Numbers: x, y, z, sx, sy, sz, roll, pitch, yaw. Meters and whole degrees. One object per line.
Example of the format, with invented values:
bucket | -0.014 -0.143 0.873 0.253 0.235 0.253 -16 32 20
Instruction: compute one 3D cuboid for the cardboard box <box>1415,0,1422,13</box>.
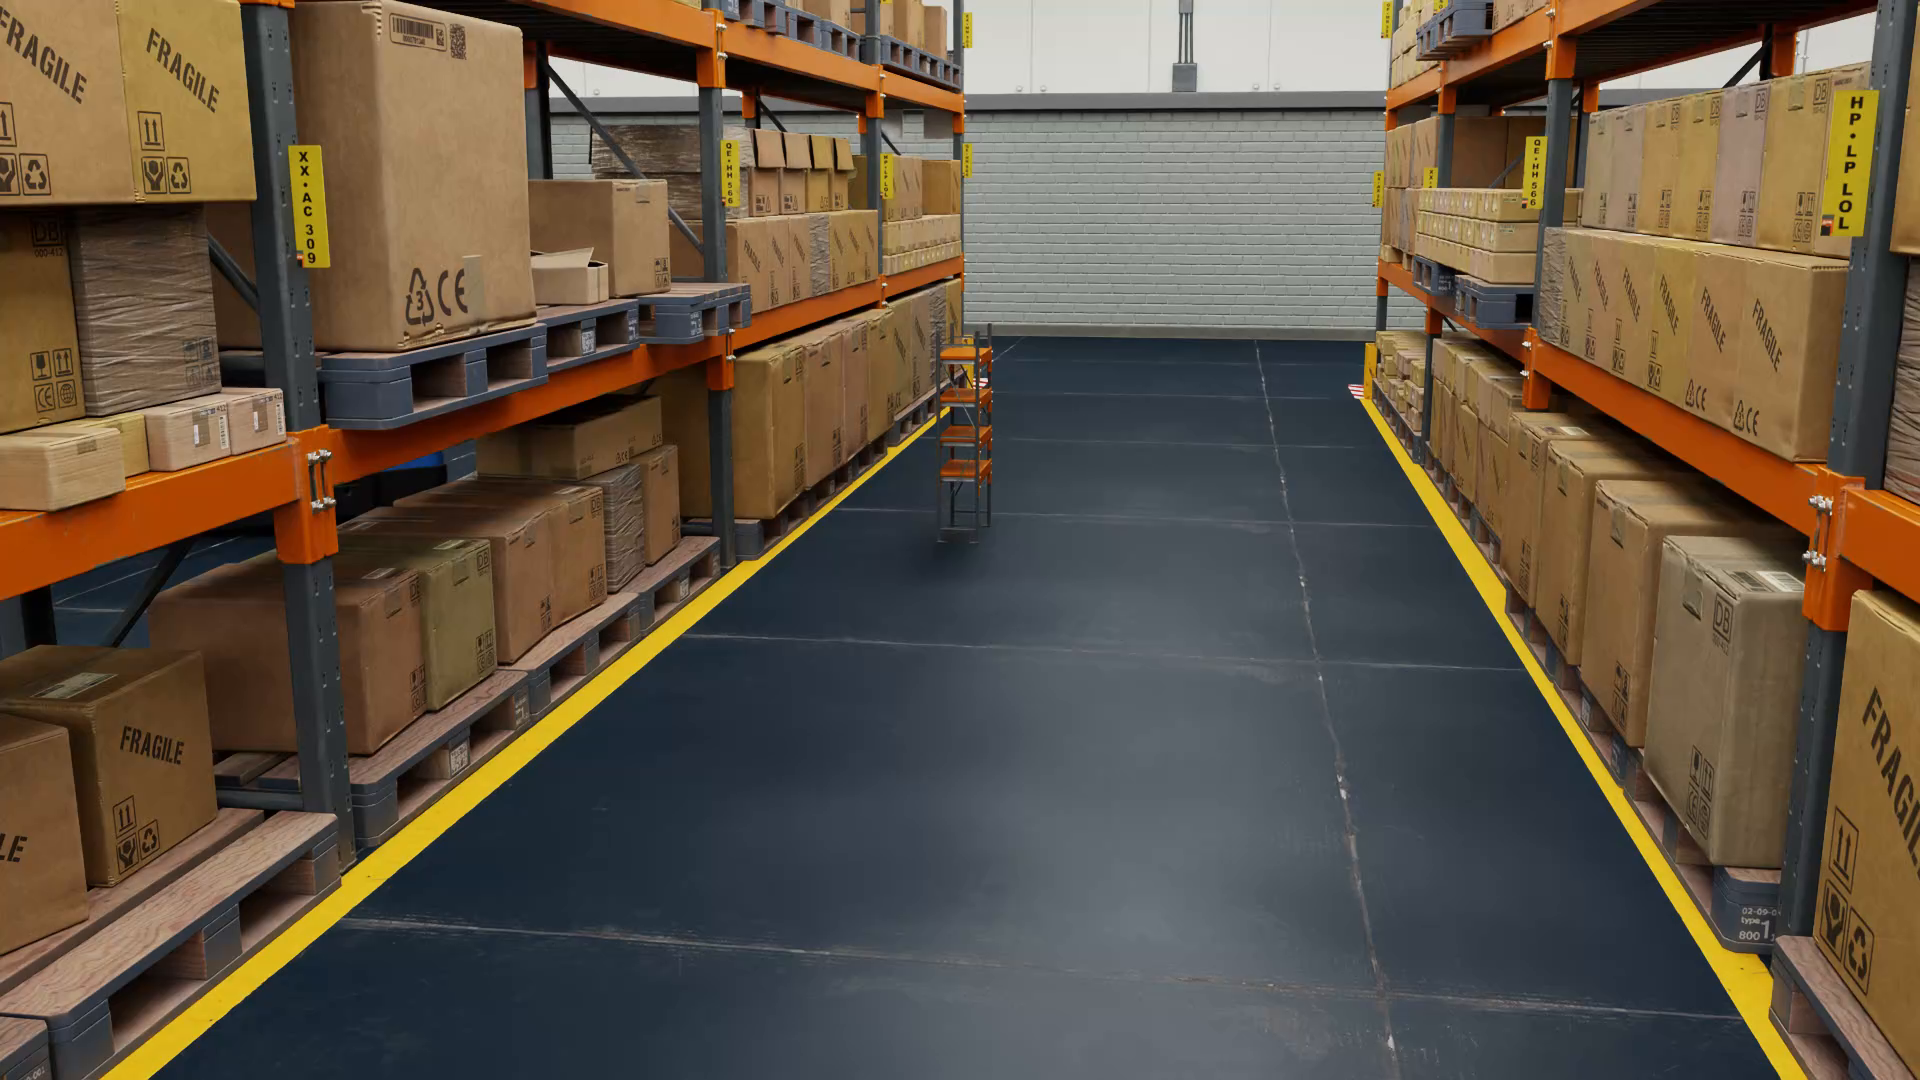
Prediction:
cardboard box | 3.775 -4.212 13.021 0.380 0.149 0.250 2 12 8

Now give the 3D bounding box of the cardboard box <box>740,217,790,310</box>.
cardboard box | -1.275 -1.580 9.468 0.500 0.500 0.500 2 12 7

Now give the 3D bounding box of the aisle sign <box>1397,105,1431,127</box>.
aisle sign | 4.135 -4.111 15.278 0.394 0.787 0.004 2 12 9

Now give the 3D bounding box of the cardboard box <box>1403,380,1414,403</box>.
cardboard box | 3.593 -1.128 12.674 0.380 0.149 0.250 1 12 7

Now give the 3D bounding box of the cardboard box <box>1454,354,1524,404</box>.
cardboard box | 3.268 -0.970 10.031 0.500 0.250 0.500 2 12 11

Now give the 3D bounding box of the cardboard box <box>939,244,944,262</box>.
cardboard box | -0.350 -2.577 14.925 0.380 0.149 0.250 2 12 7

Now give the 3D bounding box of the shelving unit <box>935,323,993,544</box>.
shelving unit | 0.025 -0.621 9.527 0.258 1.200 0.503 2 12 9

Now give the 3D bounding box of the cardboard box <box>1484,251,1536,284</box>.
cardboard box | 2.812 -1.350 8.236 0.380 0.149 0.250 2 12 10

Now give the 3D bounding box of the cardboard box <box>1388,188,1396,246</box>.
cardboard box | 4.021 -2.813 14.481 0.500 0.500 0.500 2 12 9

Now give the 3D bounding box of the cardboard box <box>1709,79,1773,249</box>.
cardboard box | 2.801 -1.171 5.195 0.700 0.500 0.500 2 12 9

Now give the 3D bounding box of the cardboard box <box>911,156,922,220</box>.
cardboard box | -0.595 -2.905 13.723 0.500 0.500 0.500 1 12 7

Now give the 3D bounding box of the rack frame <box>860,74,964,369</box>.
rack frame | -0.465 -2.997 16.279 1.000 3.000 0.127 2 12 9

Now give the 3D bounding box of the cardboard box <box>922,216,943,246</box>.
cardboard box | -0.434 -2.748 14.774 0.500 0.250 0.500 1 12 7

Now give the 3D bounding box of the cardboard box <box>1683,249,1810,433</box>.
cardboard box | 2.469 -0.588 4.866 0.500 0.500 0.500 2 12 8

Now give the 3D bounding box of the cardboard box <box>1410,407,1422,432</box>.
cardboard box | 3.529 -0.887 12.258 0.380 0.149 0.250 2 12 9

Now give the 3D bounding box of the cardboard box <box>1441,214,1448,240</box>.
cardboard box | 3.093 -1.870 9.943 0.380 0.149 0.250 2 12 8

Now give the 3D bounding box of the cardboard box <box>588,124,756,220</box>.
cardboard box | -1.567 -2.022 9.139 0.797 0.503 0.637 2 12 11

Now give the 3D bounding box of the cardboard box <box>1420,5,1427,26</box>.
cardboard box | 3.792 -3.941 12.708 0.500 0.250 0.500 2 12 11

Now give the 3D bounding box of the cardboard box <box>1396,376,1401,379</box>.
cardboard box | 3.940 -1.313 14.237 0.380 0.149 0.250 2 12 9

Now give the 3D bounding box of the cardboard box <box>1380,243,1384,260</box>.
cardboard box | 4.047 -2.635 15.199 0.380 0.149 0.250 2 12 8

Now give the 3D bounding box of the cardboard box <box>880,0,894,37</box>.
cardboard box | -0.932 -4.210 13.318 0.700 0.500 0.500 3 12 12

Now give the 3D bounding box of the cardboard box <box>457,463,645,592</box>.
cardboard box | -1.851 -0.069 7.581 0.700 0.500 0.500 1 12 4

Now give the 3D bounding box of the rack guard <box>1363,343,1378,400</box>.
rack guard | 4.409 -1.577 15.626 1.175 0.500 0.348 2 12 9

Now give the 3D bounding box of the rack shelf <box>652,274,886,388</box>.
rack shelf | -1.388 -1.396 10.559 1.077 0.370 4.000 2 12 9

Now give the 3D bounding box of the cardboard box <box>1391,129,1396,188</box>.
cardboard box | 4.018 -3.308 14.406 0.500 0.500 0.500 2 12 10

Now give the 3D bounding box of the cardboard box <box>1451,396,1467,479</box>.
cardboard box | 3.283 -0.601 10.098 0.500 0.500 0.500 2 12 10

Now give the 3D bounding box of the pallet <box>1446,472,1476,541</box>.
pallet | 3.502 -0.202 9.932 1.003 0.211 1.213 2 12 9

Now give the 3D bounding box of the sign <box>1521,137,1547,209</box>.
sign | 2.652 -1.693 7.667 0.100 0.325 0.005 2 12 9

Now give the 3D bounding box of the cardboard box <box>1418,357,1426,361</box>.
cardboard box | 3.751 -1.325 12.882 0.380 0.149 0.250 2 12 11

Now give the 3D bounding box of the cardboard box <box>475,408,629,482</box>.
cardboard box | -1.840 -0.440 7.524 0.500 0.250 0.500 3 13 15

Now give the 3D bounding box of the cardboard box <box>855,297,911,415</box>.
cardboard box | -0.900 -1.466 13.220 0.875 0.875 0.875 2 12 9

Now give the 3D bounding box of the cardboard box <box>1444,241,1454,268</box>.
cardboard box | 3.053 -1.673 9.738 0.380 0.149 0.250 1 12 6

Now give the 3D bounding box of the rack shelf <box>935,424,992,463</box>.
rack shelf | 0.025 -0.555 9.541 0.258 0.148 0.480 2 12 9

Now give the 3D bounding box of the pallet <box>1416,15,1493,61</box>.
pallet | 3.605 -3.232 10.696 1.213 0.211 1.003 2 12 9

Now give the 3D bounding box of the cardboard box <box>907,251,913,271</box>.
cardboard box | -0.587 -2.256 13.440 0.380 0.149 0.250 2 12 7

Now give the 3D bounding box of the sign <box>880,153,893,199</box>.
sign | -0.543 -2.676 12.230 0.100 0.325 0.005 2 12 9

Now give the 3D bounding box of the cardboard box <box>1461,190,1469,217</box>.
cardboard box | 2.974 -1.852 9.156 0.380 0.149 0.250 2 12 9

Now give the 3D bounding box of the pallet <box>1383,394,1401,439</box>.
pallet | 4.059 -1.015 13.702 1.003 0.211 1.213 2 12 9

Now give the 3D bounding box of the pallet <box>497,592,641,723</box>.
pallet | -2.007 0.448 6.916 1.003 0.211 1.213 2 12 9

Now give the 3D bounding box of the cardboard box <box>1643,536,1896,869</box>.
cardboard box | 2.581 0.445 4.651 1.050 0.750 0.750 2 12 8

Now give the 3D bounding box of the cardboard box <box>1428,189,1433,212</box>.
cardboard box | 3.211 -2.177 10.663 0.380 0.149 0.250 2 12 9

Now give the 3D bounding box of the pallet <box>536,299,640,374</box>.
pallet | -1.959 -0.824 6.654 1.003 0.211 1.213 2 12 9

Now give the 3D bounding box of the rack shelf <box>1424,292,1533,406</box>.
rack shelf | 3.498 -1.214 9.716 1.077 0.370 4.000 2 12 9

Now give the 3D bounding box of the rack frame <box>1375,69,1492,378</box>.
rack frame | 4.420 -2.815 15.436 1.000 3.000 0.127 2 12 9

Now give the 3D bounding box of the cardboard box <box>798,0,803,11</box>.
cardboard box | -1.338 -3.567 11.018 0.500 0.311 0.500 1 12 7

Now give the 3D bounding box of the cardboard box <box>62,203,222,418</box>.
cardboard box | -2.441 -0.601 4.221 0.875 0.500 0.500 2 12 9

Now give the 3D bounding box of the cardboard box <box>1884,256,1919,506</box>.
cardboard box | 2.530 -0.313 3.471 0.875 0.550 0.550 2 12 9

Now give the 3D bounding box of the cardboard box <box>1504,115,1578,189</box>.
cardboard box | 4.115 -2.752 11.824 0.500 0.500 0.500 2 12 10

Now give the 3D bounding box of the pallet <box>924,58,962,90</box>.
pallet | -0.569 -4.265 15.254 1.003 0.211 1.213 2 12 9

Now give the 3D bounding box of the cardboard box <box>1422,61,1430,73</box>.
cardboard box | 3.702 -3.590 12.267 0.500 0.250 0.500 2 12 8

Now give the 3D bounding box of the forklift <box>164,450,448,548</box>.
forklift | -4.639 -1.490 9.451 3.031 2.935 1.130 -9 15 -35

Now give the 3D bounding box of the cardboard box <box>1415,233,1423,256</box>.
cardboard box | 3.290 -1.998 11.243 0.380 0.149 0.250 1 12 6

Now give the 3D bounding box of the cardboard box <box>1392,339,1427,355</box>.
cardboard box | 3.959 -1.656 14.414 0.380 0.149 0.250 1 12 6

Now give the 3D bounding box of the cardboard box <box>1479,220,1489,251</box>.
cardboard box | 2.855 -1.551 8.463 0.380 0.149 0.250 2 12 11
